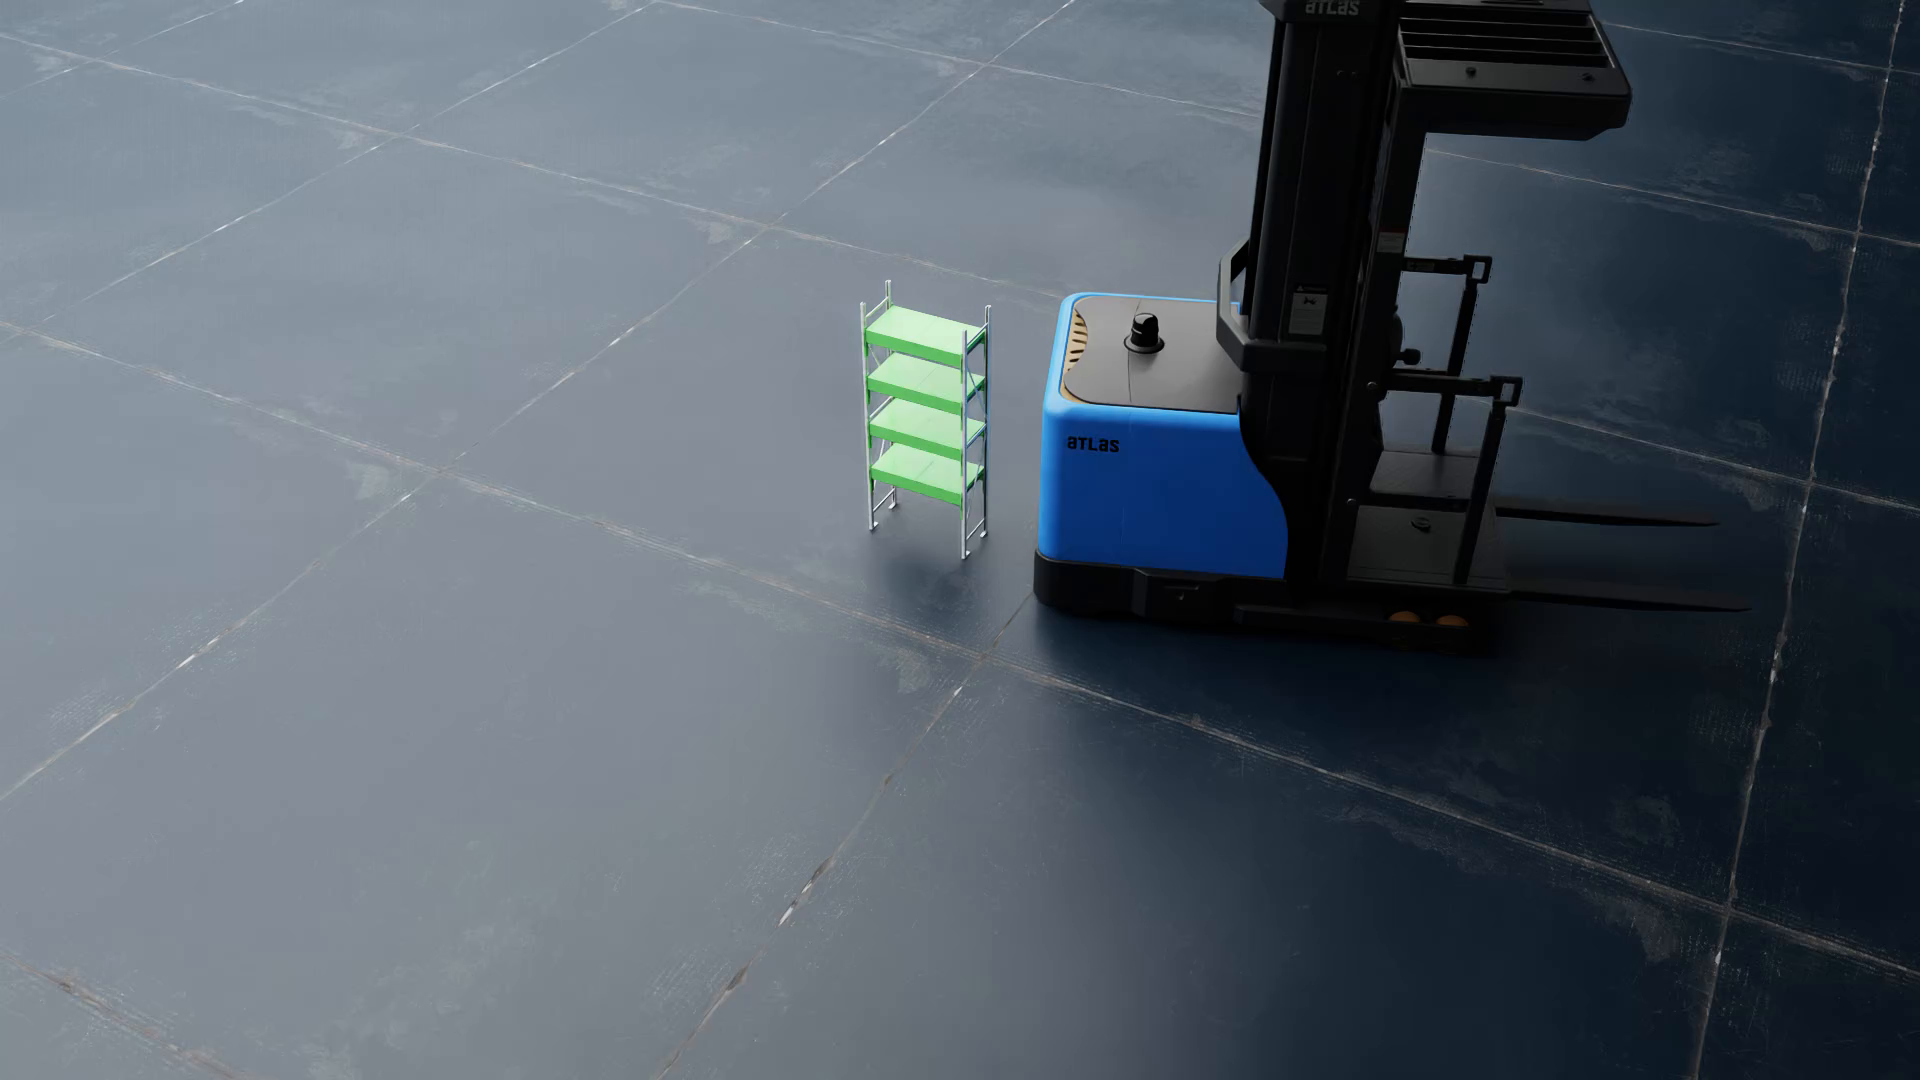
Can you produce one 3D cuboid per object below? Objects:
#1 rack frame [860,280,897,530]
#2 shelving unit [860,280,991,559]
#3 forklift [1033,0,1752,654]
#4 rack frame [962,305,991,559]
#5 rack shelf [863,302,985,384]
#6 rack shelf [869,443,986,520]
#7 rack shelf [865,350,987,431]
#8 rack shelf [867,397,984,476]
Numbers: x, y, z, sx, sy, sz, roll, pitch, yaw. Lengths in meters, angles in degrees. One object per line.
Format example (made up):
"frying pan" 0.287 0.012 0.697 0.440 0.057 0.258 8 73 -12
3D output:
"rack frame" -0.364 -0.592 7.537 0.015 1.200 0.240 17 41 21
"shelving unit" -0.147 -0.524 7.448 0.503 1.200 0.258 17 41 21
"forklift" 1.882 -1.025 6.676 3.031 2.935 1.130 5 37 6
"rack frame" 0.070 -0.456 7.358 0.015 1.200 0.240 17 41 21
"rack shelf" -0.147 -0.855 7.196 0.480 0.148 0.258 17 41 21
"rack shelf" -0.147 -0.282 7.632 0.480 0.148 0.258 17 41 21
"rack shelf" -0.147 -0.664 7.341 0.480 0.148 0.258 17 41 21
"rack shelf" -0.147 -0.473 7.487 0.480 0.148 0.258 17 41 21
